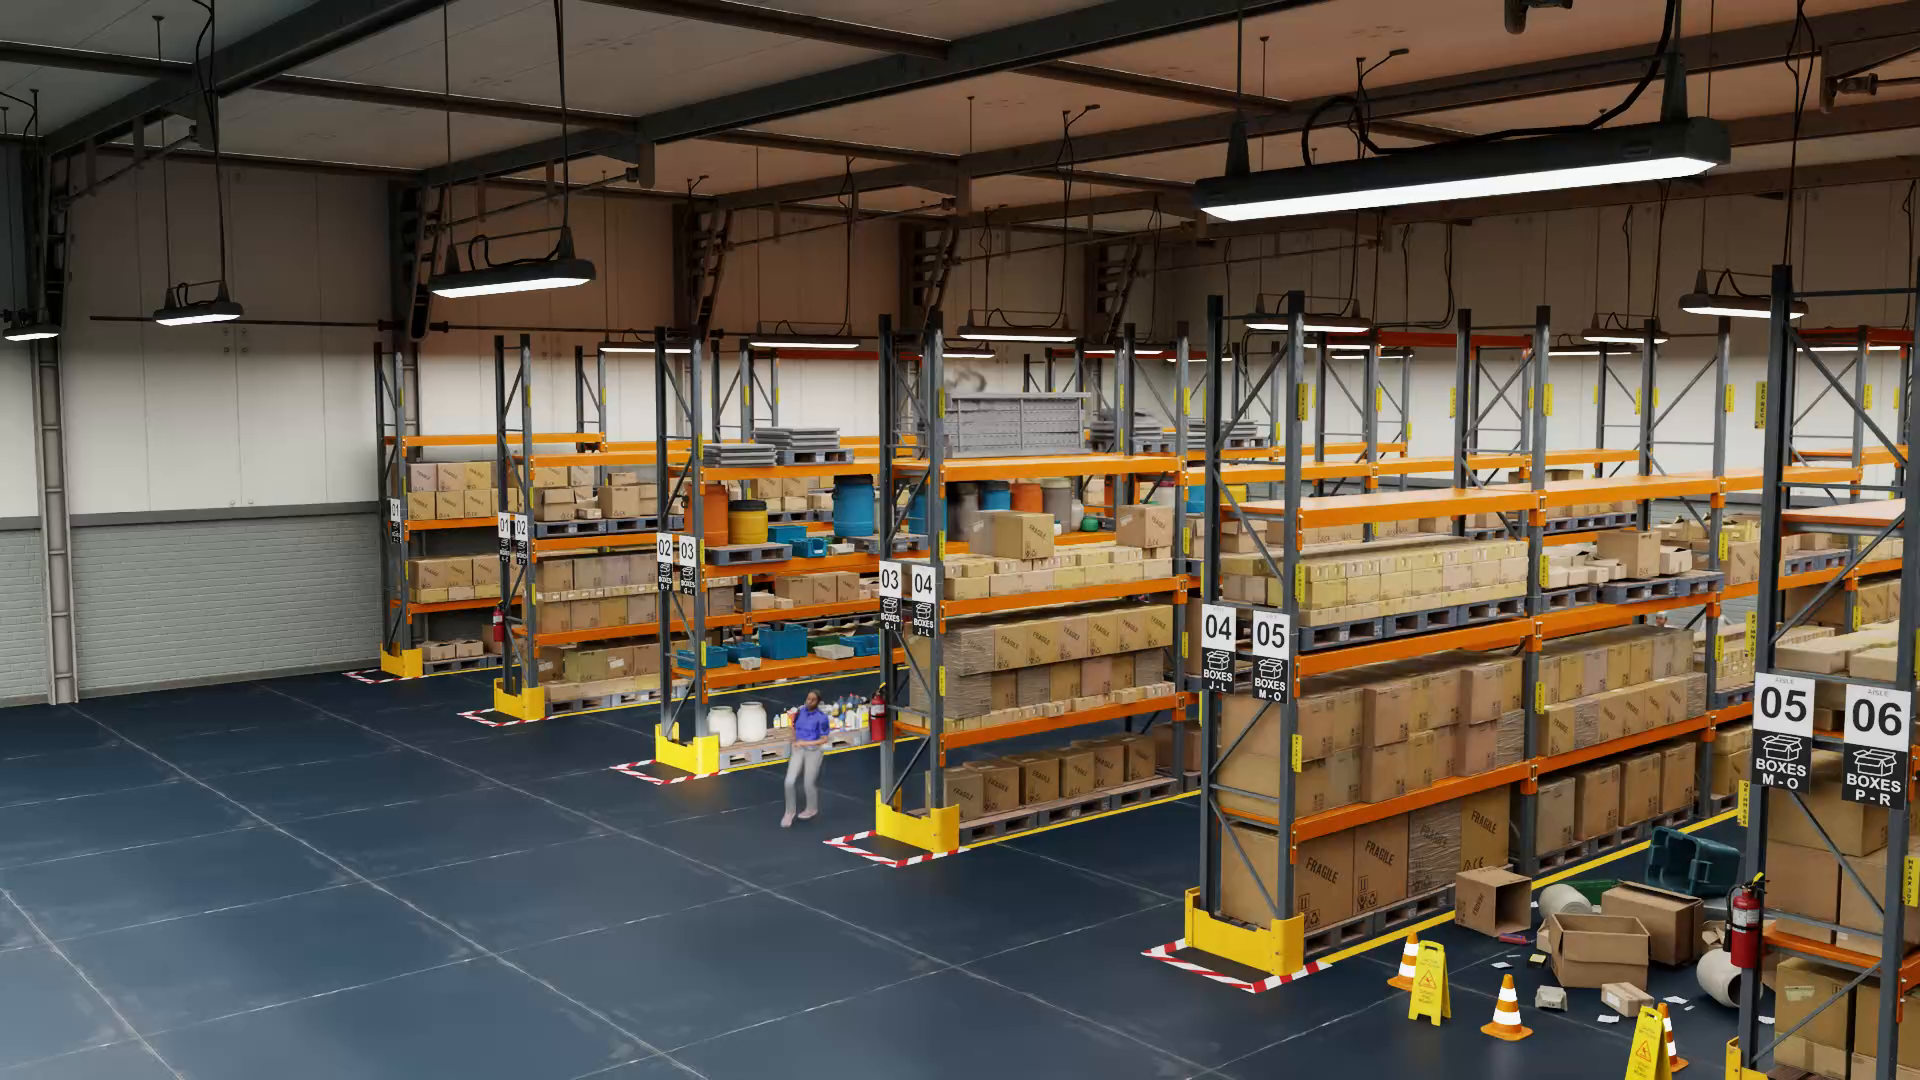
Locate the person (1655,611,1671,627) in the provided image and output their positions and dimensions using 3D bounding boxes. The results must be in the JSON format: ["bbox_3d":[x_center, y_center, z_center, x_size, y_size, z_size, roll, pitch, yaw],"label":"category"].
[{"bbox_3d":[11.215,1.942,26.607,0.593,1.606,0.545,5,7,43],"label":"person"}]

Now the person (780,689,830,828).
[{"bbox_3d":[-1.787,2.576,19.662,0.580,1.668,0.660,2,6,23],"label":"person"}]

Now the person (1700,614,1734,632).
[{"bbox_3d":[12.843,1.830,28.144,0.596,1.560,0.600,2,6,24],"label":"person"}]
